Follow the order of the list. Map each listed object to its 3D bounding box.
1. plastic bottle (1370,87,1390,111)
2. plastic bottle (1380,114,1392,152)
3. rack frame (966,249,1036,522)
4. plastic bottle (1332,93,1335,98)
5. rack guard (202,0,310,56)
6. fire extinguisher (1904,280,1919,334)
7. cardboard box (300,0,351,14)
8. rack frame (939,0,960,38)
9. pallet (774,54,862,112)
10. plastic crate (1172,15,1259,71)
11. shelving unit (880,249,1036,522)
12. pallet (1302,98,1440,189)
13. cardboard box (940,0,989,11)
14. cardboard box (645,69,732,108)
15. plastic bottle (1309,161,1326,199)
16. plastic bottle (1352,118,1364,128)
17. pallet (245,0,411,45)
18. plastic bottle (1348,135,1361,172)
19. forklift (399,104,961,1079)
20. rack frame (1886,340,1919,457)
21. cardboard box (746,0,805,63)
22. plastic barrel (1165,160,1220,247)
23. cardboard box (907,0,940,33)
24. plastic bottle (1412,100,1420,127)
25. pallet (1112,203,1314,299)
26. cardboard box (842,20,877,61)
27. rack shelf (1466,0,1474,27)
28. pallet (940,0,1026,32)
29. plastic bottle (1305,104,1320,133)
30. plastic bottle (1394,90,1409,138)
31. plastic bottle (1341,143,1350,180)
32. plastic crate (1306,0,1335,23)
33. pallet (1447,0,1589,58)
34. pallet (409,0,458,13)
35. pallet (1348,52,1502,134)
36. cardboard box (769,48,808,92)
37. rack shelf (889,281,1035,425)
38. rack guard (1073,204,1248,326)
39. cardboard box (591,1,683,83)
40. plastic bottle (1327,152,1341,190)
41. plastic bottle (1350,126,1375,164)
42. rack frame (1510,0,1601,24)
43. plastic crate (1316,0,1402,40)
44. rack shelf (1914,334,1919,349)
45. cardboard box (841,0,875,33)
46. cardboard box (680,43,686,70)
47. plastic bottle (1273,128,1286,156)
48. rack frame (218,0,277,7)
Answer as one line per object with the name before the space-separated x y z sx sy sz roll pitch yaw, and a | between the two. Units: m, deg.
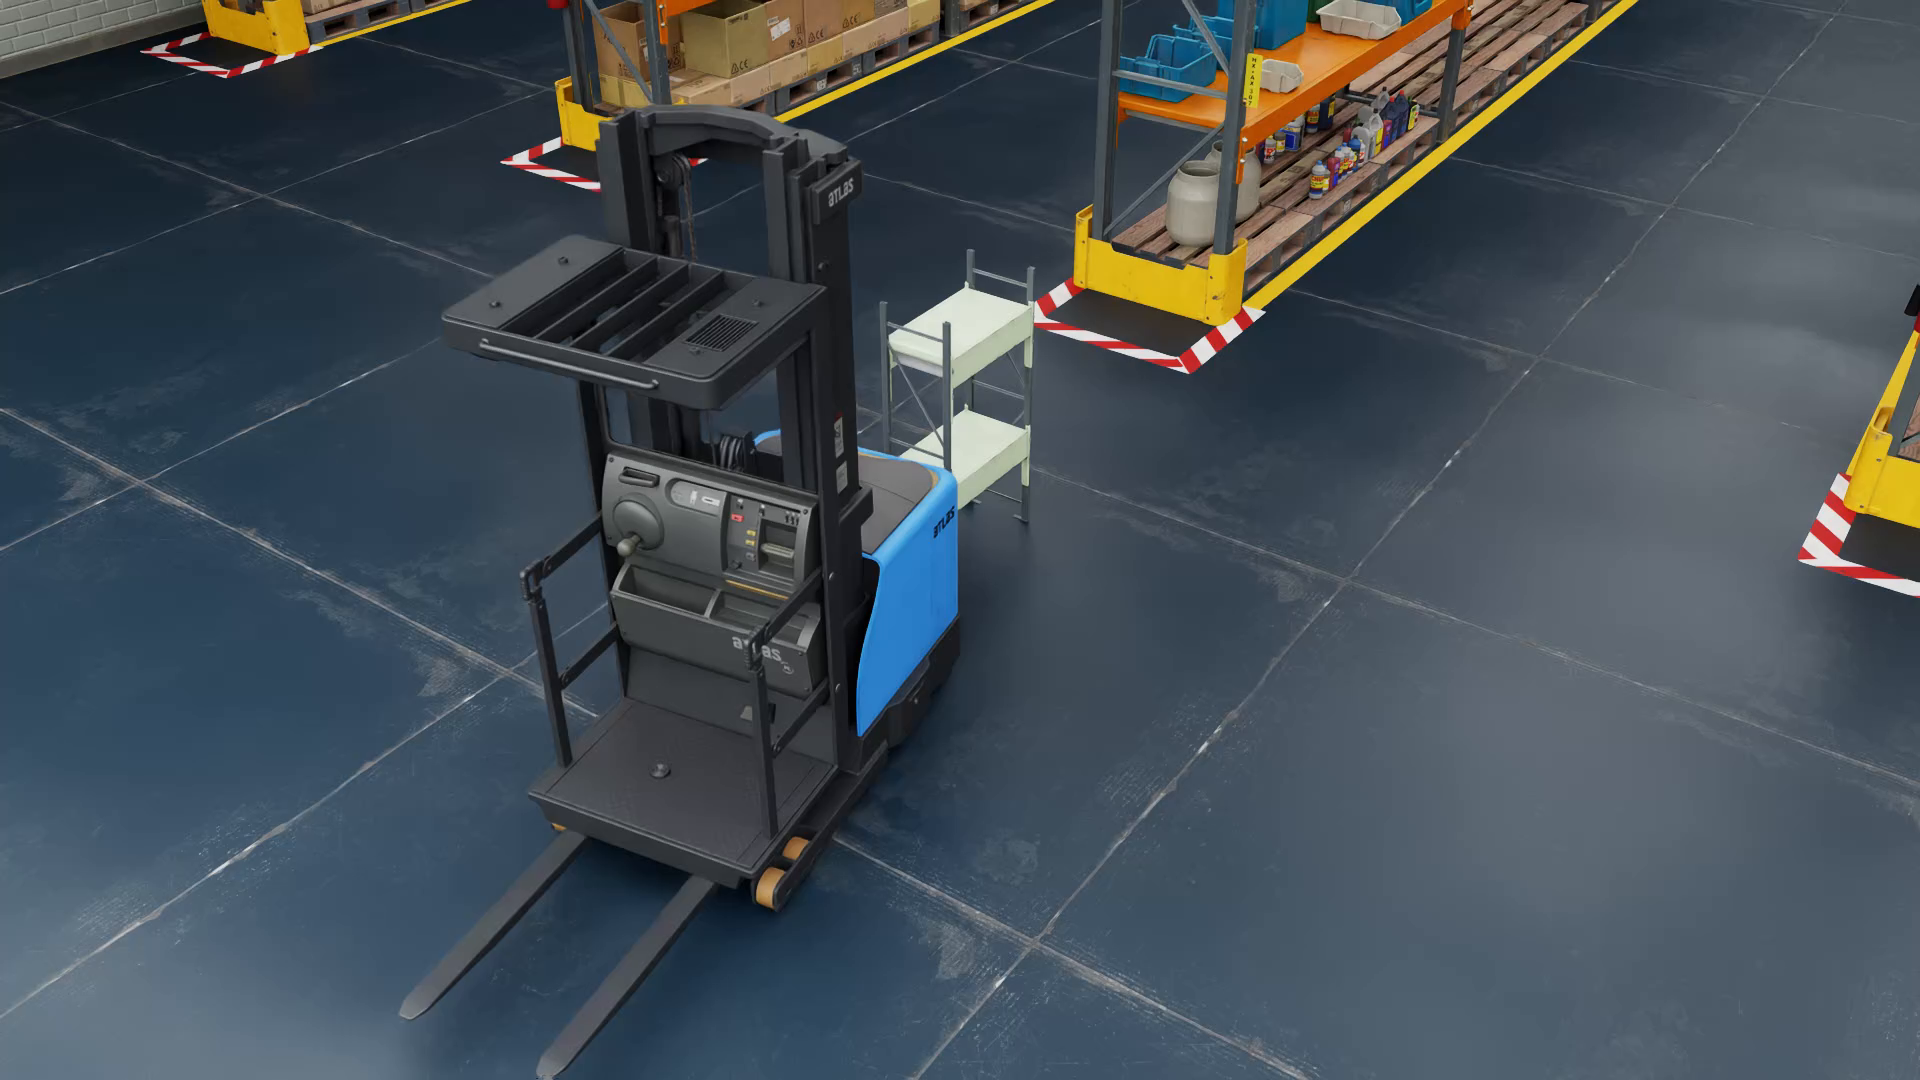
plastic bottle | 3.368 -3.447 13.317 0.144 0.351 0.185 21 39 28
plastic bottle | 3.318 -3.196 13.007 0.061 0.283 0.133 24 41 31
rack frame | 0.205 -0.787 8.750 0.400 1.500 0.023 21 39 28
plastic bottle | 3.001 -3.564 13.550 0.061 0.283 0.133 21 39 28
rack guard | -6.760 -5.028 15.914 1.175 0.500 0.348 21 39 28
fire extinguisher | 4.961 -1.344 8.305 0.296 0.674 0.183 21 39 28
cardboard box | -6.335 -5.386 16.220 0.500 0.311 0.500 17 37 23
rack frame | -0.451 -6.288 15.547 1.000 3.000 0.127 21 39 28
pallet | -1.634 -4.217 14.973 1.003 0.211 1.213 21 39 28
plastic crate | 1.750 -3.425 11.445 0.499 0.251 0.408 21 39 28
shelving unit | -0.004 -0.618 8.501 0.431 1.500 0.755 21 39 28
pallet | 3.199 -3.254 13.548 1.003 0.211 1.213 21 39 28
cardboard box | -0.017 -5.430 16.357 0.500 0.250 0.500 20 39 27
cardboard box | -2.243 -3.658 13.737 0.500 0.250 0.500 21 39 28
plastic bottle | 2.625 -2.651 12.210 0.097 0.271 0.097 0 34 0
plastic bottle | 3.094 -3.157 12.948 0.061 0.283 0.133 21 39 28
pallet | -6.267 -5.271 16.531 1.003 0.211 1.213 21 39 28
plastic bottle | 2.994 -2.948 12.649 0.097 0.271 0.097 0 34 0
forklift | -1.081 -0.005 6.316 1.130 2.935 3.031 15 37 21
rack frame | 5.405 -1.282 8.143 1.000 3.000 0.127 21 39 28
cardboard box | -1.685 -4.434 14.215 0.500 0.500 0.500 21 39 28
plastic barrel | 1.648 -2.334 11.546 0.421 0.512 0.421 0 34 0
cardboard box | -0.536 -5.040 15.781 0.500 0.250 0.500 21 39 28
plastic bottle | 3.666 -3.461 13.471 0.097 0.201 0.097 0 34 0
pallet | 1.808 -2.131 11.888 1.003 0.211 1.213 21 39 28
cardboard box | -1.102 -4.578 15.098 0.500 0.250 0.500 21 39 28
rack shelf | 4.757 -5.327 14.767 1.077 0.370 4.000 21 39 28
pallet | -0.063 -5.485 16.848 1.003 0.211 1.213 21 39 28
plastic bottle | 2.832 -3.412 13.337 0.097 0.271 0.097 0 34 0
plastic bottle | 3.486 -3.401 13.249 0.144 0.351 0.185 20 39 27
plastic bottle | 2.878 -2.854 12.512 0.097 0.271 0.097 0 34 0
plastic crate | 2.611 -4.082 12.473 0.450 0.188 0.662 21 39 28
pallet | 5.424 -5.046 16.199 1.003 0.211 1.213 21 39 28
pallet | -5.571 -5.830 17.358 1.003 0.211 1.213 21 39 28
pallet | 4.032 -3.923 14.538 1.003 0.211 1.213 21 39 28
cardboard box | -1.675 -4.119 14.419 0.500 0.250 0.500 21 39 28
rack shelf | -0.004 -0.941 8.282 0.431 0.370 0.720 21 39 28
rack guard | 1.340 -1.878 11.257 1.175 0.500 0.348 21 39 28
cardboard box | -2.670 -4.135 13.773 0.500 0.500 0.500 21 39 28
plastic bottle | 2.770 -2.754 12.352 0.061 0.283 0.133 22 40 29
plastic bottle | 3.097 -3.060 12.811 0.152 0.276 0.135 22 40 29
rack frame | 5.897 -6.545 15.927 1.000 3.000 0.127 21 39 28
plastic crate | 2.899 -3.767 12.054 0.530 0.136 0.437 21 39 28
rack shelf | 6.545 -1.904 9.706 1.077 0.370 4.000 21 39 28
cardboard box | -1.112 -4.893 14.894 0.500 0.500 0.500 21 39 28
cardboard box | -2.393 -4.058 14.328 0.500 0.250 0.500 21 39 28
plastic bottle | 2.483 -3.102 12.940 0.097 0.201 0.097 0 34 0
rack frame | -6.803 -6.028 15.162 1.000 3.000 0.127 21 39 28
